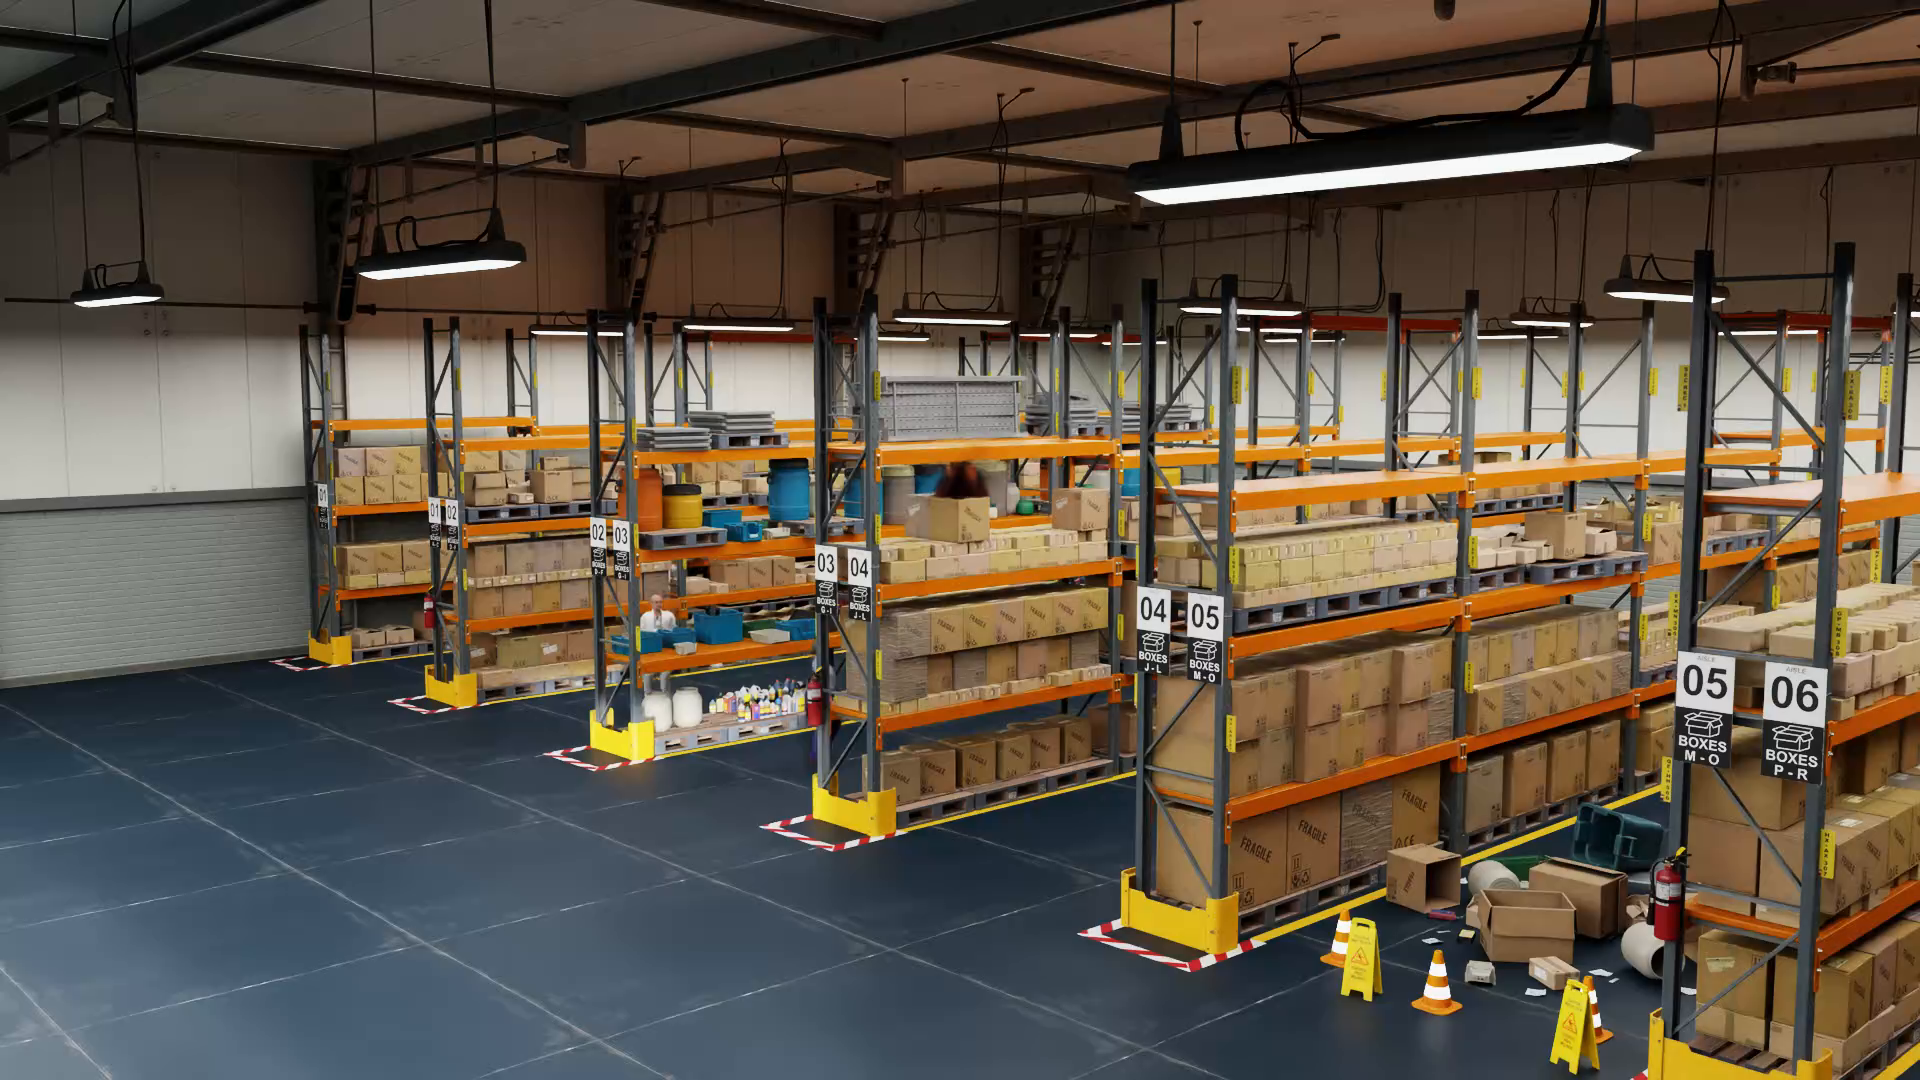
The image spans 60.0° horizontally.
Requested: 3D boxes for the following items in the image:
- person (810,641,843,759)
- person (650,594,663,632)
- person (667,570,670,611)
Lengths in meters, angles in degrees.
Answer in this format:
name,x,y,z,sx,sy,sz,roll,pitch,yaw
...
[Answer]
name,x,y,z,sx,sy,sz,roll,pitch,yaw
person,-1.761,2.094,21.925,0.461,1.552,0.506,-1,6,-10
person,-4.608,1.356,25.467,0.598,1.042,0.421,1,6,9
person,-5.732,1.176,32.092,0.485,1.406,0.842,5,8,40
